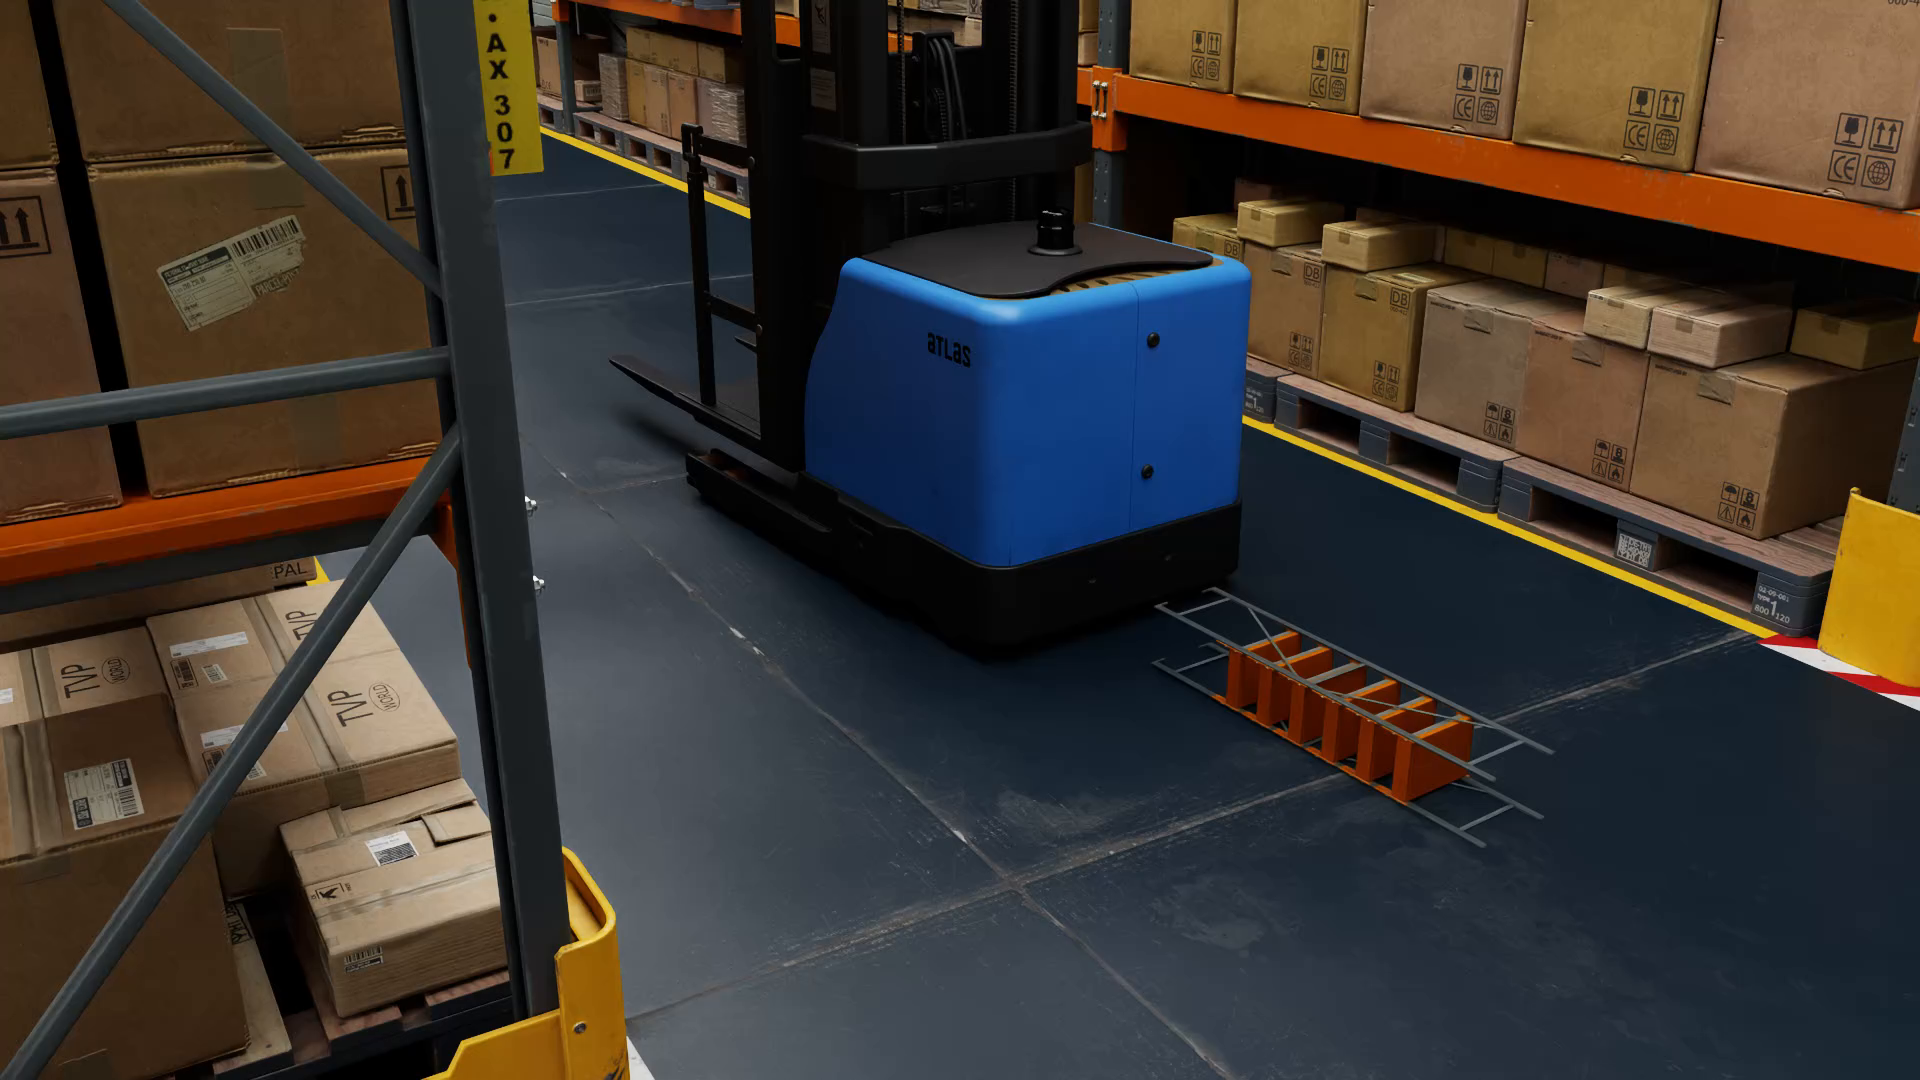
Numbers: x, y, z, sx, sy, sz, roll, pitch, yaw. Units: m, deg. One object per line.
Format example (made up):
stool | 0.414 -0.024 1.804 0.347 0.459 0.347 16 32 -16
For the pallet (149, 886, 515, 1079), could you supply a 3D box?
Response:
pallet | -1.568 0.832 3.484 1.003 0.211 1.213 -13 25 -28

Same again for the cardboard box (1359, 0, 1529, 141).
cardboard box | 2.104 -1.915 6.142 0.980 0.700 0.700 -14 26 -31

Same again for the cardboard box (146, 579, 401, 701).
cardboard box | -1.666 0.338 4.063 0.500 0.250 0.500 -13 25 -28

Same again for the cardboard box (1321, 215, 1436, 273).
cardboard box | 1.671 -1.187 6.647 0.380 0.149 0.250 -13 26 -30

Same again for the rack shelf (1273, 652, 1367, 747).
rack shelf | 0.979 0.426 4.502 0.258 0.180 0.103 -15 27 -32

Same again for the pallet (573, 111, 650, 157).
pallet | -2.595 -3.472 14.074 1.003 0.211 1.213 -13 25 -28

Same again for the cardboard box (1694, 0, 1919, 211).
cardboard box | 2.867 -1.433 4.956 0.980 0.700 0.700 -11 25 -26

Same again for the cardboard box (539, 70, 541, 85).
cardboard box | -3.794 -4.421 15.905 0.380 0.149 0.250 -15 26 -32

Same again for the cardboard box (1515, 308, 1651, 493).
cardboard box | 2.436 -0.537 5.911 0.700 0.500 0.500 -13 25 -28

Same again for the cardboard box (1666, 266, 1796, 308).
cardboard box | 2.668 -0.838 5.789 0.380 0.149 0.250 -13 25 -28

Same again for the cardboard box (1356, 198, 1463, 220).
cardboard box | 1.889 -1.331 7.003 0.380 0.149 0.250 -14 26 -30

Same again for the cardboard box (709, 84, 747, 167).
cardboard box | -1.364 -2.990 11.919 0.700 0.500 0.500 -12 25 -27

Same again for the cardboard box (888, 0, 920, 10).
cardboard box | -0.138 -3.209 9.168 0.500 0.500 0.500 -12 25 -27

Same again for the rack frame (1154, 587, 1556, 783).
rack frame | 1.005 0.356 4.433 0.240 0.006 1.200 -15 27 -32

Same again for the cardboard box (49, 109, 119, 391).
cardboard box | -1.389 -0.584 3.132 0.500 0.500 0.500 -13 25 -29

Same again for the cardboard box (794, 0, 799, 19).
cardboard box | -0.798 -3.277 10.198 0.380 0.149 0.250 -12 25 -27

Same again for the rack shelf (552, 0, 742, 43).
rack shelf | -1.973 -4.035 12.711 1.077 0.370 4.000 -13 25 -28

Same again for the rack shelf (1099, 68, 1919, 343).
rack shelf | 2.114 -1.445 6.339 1.077 0.370 4.000 -13 25 -28

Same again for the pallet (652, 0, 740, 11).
pallet | -1.406 -3.842 11.536 1.213 0.211 1.003 -13 25 -28

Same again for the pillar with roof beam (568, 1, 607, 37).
pillar with roof beam | -7.637 -8.202 14.039 9.100 9.000 0.400 -13 25 -28

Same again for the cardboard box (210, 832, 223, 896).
cardboard box | -1.740 0.654 3.396 0.380 0.166 0.250 -13 25 -28

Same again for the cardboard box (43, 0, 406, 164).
cardboard box | -1.121 -0.881 2.535 0.500 0.500 0.500 -12 25 -27

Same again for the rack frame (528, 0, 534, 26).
rack frame | -5.037 -6.311 17.354 1.000 3.000 0.127 -13 25 -28

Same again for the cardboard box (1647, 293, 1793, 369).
cardboard box | 2.470 -0.682 5.407 0.380 0.149 0.250 -13 25 -29

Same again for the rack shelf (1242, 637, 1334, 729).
rack shelf | 0.910 0.389 4.592 0.258 0.180 0.103 -15 27 -32

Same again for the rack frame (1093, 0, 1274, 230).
rack frame | 1.092 -2.426 7.797 1.000 3.000 0.127 -13 25 -28

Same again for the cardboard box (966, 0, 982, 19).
cardboard box | 0.371 -2.884 8.368 0.500 0.500 0.500 -12 25 -28

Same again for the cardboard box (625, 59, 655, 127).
cardboard box | -2.297 -3.669 13.590 0.700 0.500 0.500 -13 26 -29

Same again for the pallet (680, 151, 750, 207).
pallet | -1.349 -2.682 12.131 1.003 0.211 1.213 -13 25 -28

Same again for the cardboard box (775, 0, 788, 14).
cardboard box | -0.982 -3.463 10.654 0.380 0.149 0.250 -13 26 -29

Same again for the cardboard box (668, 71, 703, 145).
cardboard box | -1.805 -3.334 12.767 0.700 0.500 0.500 -13 25 -29

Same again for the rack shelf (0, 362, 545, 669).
rack shelf | -2.143 -0.491 3.992 1.077 0.370 4.000 -13 25 -28

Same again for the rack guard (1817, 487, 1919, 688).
rack guard | 3.148 0.034 5.063 1.175 0.500 0.348 -13 25 -28

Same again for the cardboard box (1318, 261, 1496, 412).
cardboard box | 1.900 -0.871 6.733 0.700 0.500 0.500 -12 25 -27

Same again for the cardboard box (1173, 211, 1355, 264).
cardboard box | 1.386 -1.201 7.544 0.700 0.500 0.500 -12 25 -28

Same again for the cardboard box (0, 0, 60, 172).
cardboard box | -1.585 -0.778 2.281 0.500 0.500 0.500 -13 25 -29

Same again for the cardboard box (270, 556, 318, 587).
cardboard box | -2.246 -0.058 4.956 0.500 0.311 0.500 -13 25 -28

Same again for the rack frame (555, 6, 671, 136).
rack frame | -2.994 -5.016 14.168 1.000 3.000 0.127 -13 25 -28

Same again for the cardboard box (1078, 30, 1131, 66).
cardboard box | 0.676 -2.374 7.976 0.380 0.149 0.250 -12 25 -28

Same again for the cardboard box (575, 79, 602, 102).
cardboard box | -3.293 -4.074 15.031 0.380 0.166 0.250 -17 27 -35

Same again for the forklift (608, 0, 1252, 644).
forklift | -0.362 -1.548 5.729 1.130 2.935 3.031 -15 27 -33

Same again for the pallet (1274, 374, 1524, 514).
pallet | 2.041 -0.478 6.707 1.003 0.211 1.213 -13 25 -28

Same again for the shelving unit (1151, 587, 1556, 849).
shelving unit | 1.005 0.440 4.468 0.258 0.189 1.200 -15 27 -32

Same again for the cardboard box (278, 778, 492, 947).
cardboard box | -1.167 0.649 3.410 0.380 0.166 0.250 -13 25 -28

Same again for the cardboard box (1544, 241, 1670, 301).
cardboard box | 2.410 -1.001 6.191 0.380 0.149 0.250 -12 25 -27

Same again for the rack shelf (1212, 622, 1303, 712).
rack shelf | 0.841 0.351 4.683 0.258 0.180 0.103 -15 27 -32

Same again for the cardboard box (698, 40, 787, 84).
cardboard box | -1.601 -3.534 12.261 0.500 0.250 0.500 -12 25 -27

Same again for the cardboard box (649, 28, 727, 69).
cardboard box | -2.107 -3.864 13.075 0.500 0.250 0.500 -13 26 -30

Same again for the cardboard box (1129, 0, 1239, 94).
cardboard box | 1.355 -2.386 7.301 0.980 0.700 0.700 -12 25 -27

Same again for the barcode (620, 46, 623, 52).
barcode | -3.064 -4.431 15.039 0.001 0.075 0.075 -13 25 -28

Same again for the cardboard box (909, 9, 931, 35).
cardboard box | -0.061 -2.882 9.225 0.380 0.149 0.250 -12 25 -27

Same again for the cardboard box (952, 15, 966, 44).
cardboard box | 0.180 -2.710 8.802 0.380 0.149 0.250 -13 25 -28

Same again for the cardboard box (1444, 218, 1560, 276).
cardboard box | 2.150 -1.166 6.597 0.380 0.149 0.250 -13 26 -29
